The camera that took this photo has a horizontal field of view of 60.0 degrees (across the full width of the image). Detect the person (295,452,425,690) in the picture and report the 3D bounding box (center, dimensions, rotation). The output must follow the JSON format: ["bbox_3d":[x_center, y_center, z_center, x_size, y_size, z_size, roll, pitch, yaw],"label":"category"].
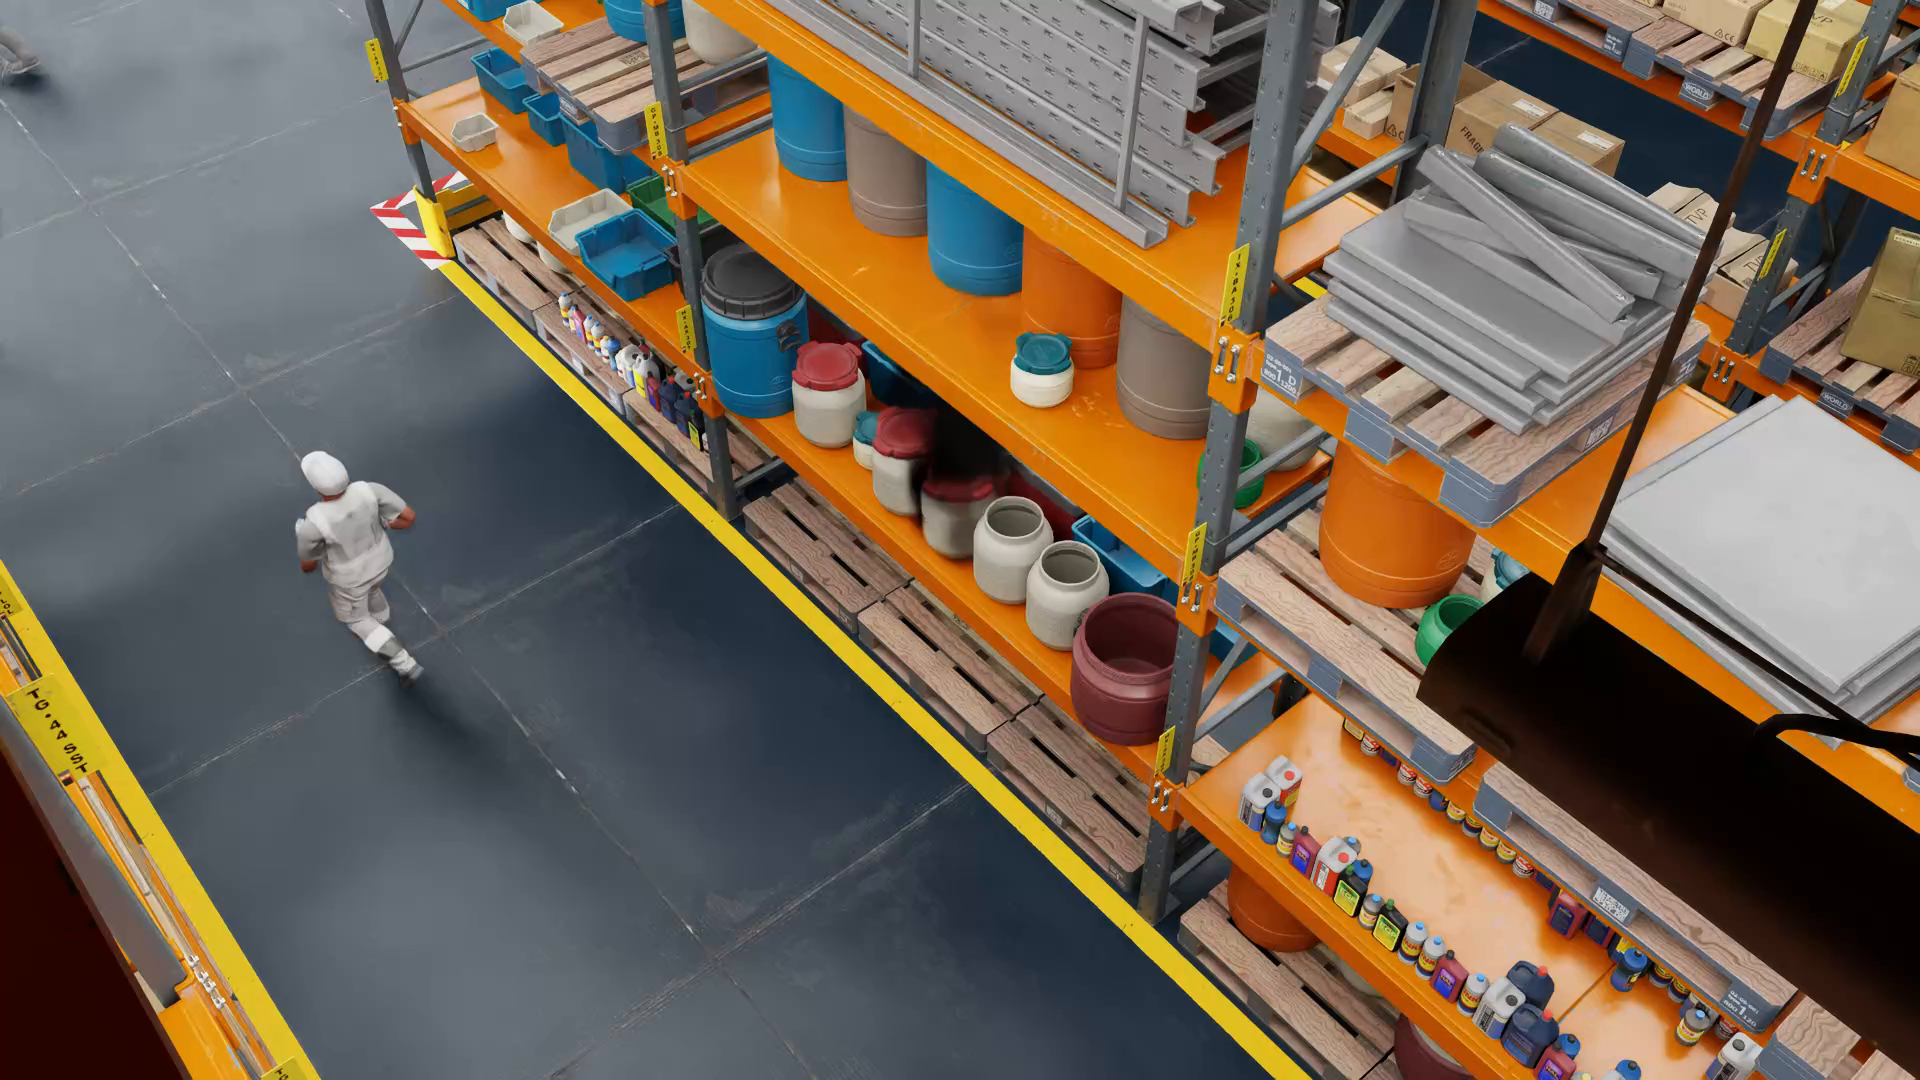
[{"bbox_3d":[-3.453,0.162,9.619,0.868,1.759,0.669,32,54,27],"label":"person"}]

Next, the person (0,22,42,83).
[{"bbox_3d":[-8.556,-4.710,14.301,0.665,1.731,0.555,-11,48,-11],"label":"person"}]
